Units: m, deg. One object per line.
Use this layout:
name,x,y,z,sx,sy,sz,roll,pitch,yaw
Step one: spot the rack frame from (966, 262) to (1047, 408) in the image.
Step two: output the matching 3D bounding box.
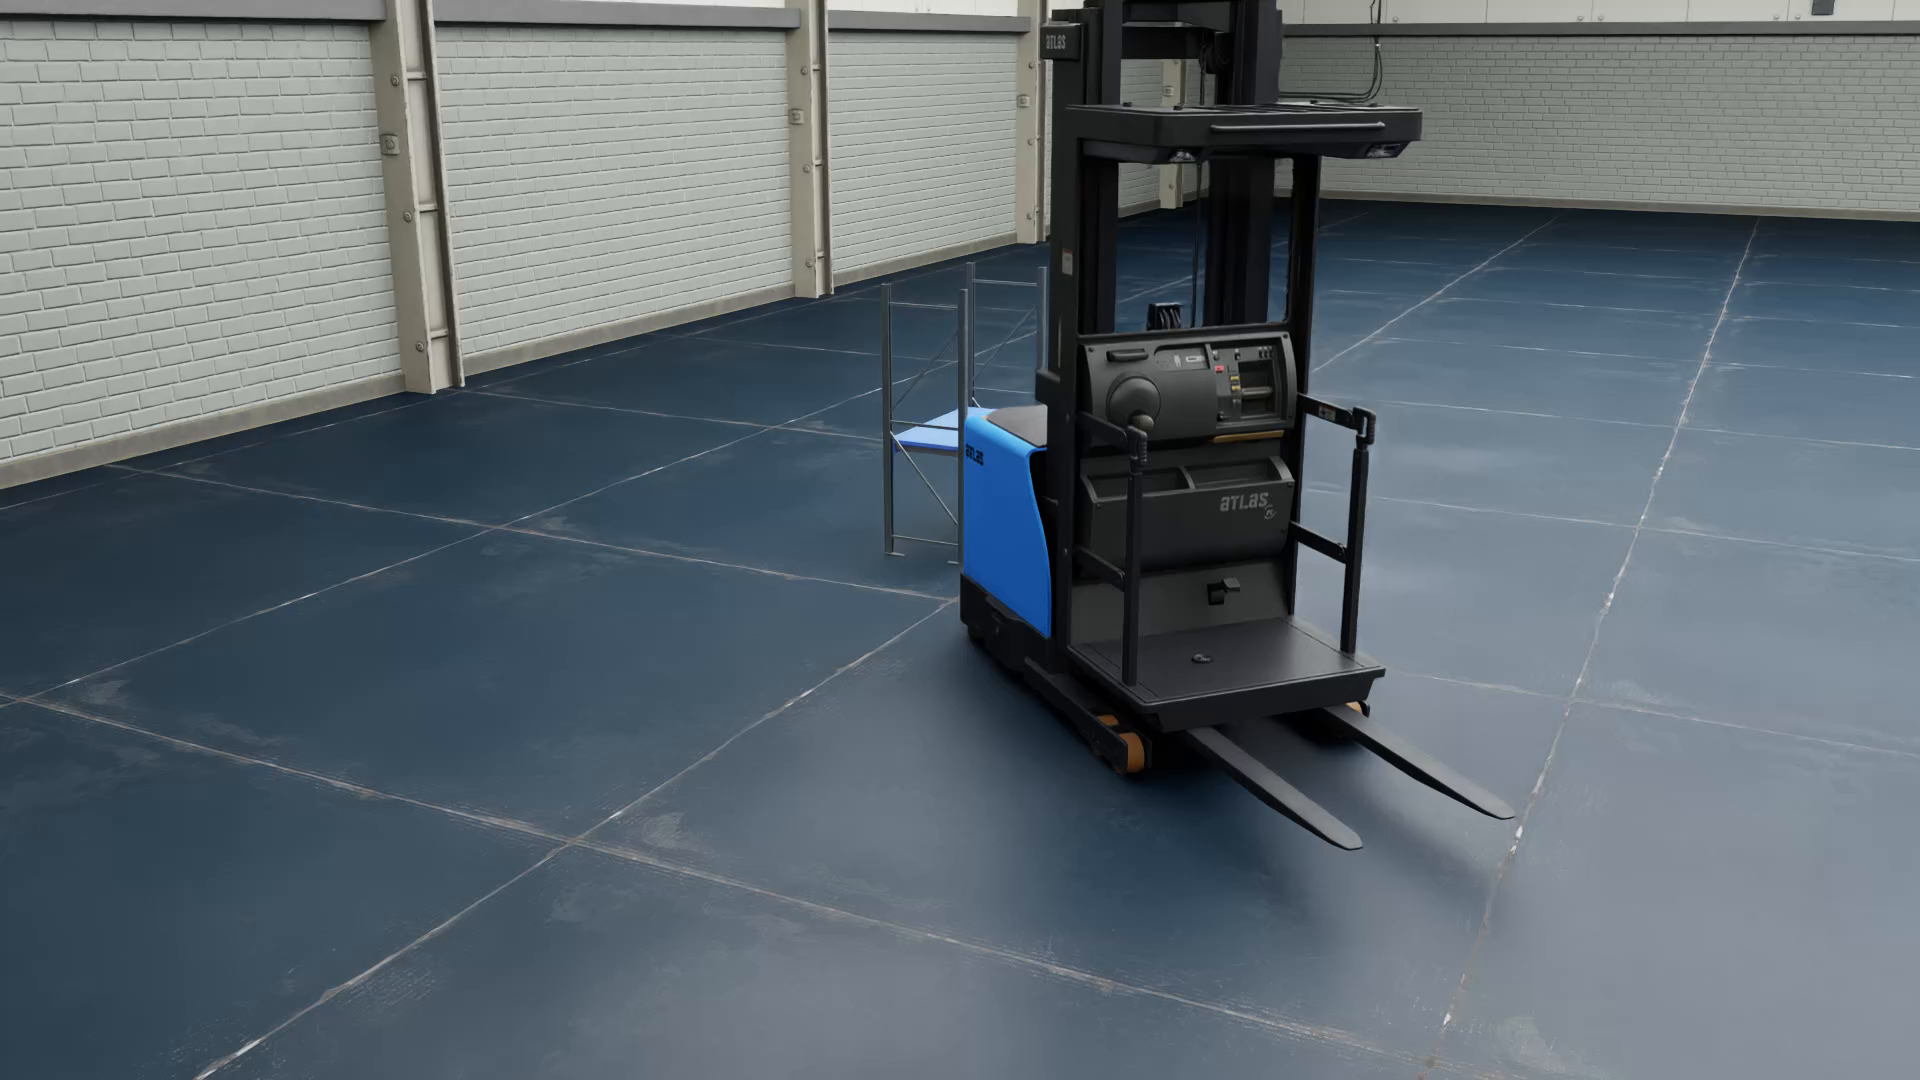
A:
rack frame,0.265,-0.870,9.820,0.500,1.500,0.032,8,18,25

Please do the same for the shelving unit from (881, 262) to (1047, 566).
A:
shelving unit,0.038,-0.741,9.384,0.538,1.500,1.048,8,18,25

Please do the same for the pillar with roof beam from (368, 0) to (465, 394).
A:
pillar with roof beam,-0.495,-5.023,10.631,9.100,9.000,0.400,8,18,25

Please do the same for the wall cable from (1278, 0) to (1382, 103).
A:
wall cable,6.196,-9.249,30.314,3.097,2.526,0.112,8,18,25

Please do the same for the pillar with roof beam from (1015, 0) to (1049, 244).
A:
pillar with roof beam,4.867,-8.080,20.922,9.100,9.000,0.400,8,18,25

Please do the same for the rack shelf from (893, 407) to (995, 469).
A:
rack shelf,0.038,-0.568,9.435,0.538,0.185,1.000,8,18,25

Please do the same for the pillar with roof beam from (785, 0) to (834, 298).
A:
pillar with roof beam,2.186,-6.551,15.777,9.100,9.000,0.400,8,18,25

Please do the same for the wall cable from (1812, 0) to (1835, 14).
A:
wall cable,14.682,-11.156,25.308,2.305,6.003,0.169,8,18,25

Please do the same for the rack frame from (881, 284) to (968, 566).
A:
rack frame,-0.189,-0.611,8.948,0.500,1.500,0.032,8,18,25

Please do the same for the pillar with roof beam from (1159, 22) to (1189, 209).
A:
pillar with roof beam,7.548,-9.608,26.068,9.100,9.000,0.400,8,18,25

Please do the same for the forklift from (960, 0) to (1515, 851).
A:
forklift,1.012,-0.627,6.488,1.130,2.935,3.031,-6,18,-21
